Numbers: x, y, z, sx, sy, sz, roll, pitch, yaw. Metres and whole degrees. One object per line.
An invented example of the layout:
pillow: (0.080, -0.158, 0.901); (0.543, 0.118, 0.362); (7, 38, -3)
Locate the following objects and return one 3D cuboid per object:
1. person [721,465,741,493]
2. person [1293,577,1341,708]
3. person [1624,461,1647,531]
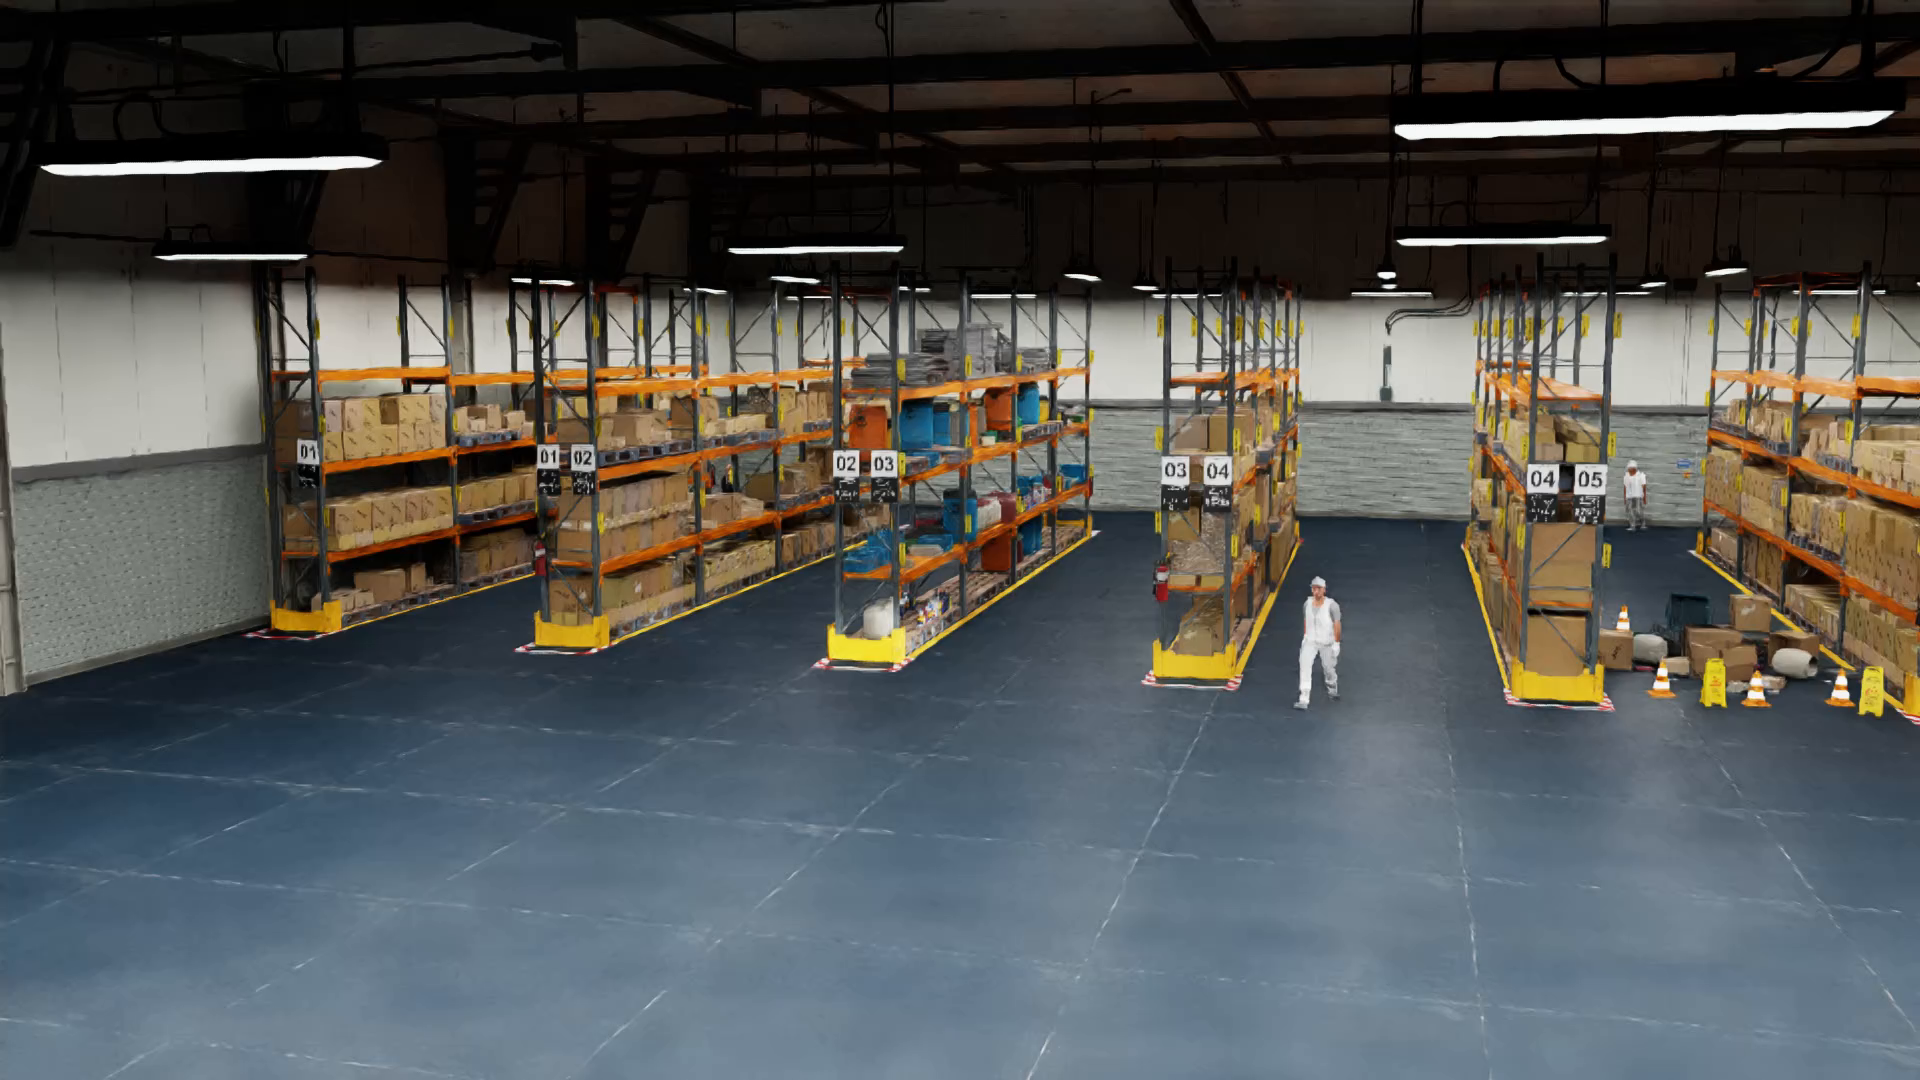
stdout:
person: (-5.674, -0.997, 41.154); (0.543, 1.557, 1.119); (2, 7, 12)
person: (4.788, 1.346, 22.082); (0.580, 1.750, 0.955); (4, 8, 30)
person: (16.776, -1.099, 41.295); (0.579, 1.753, 0.611); (-6, 9, -39)
